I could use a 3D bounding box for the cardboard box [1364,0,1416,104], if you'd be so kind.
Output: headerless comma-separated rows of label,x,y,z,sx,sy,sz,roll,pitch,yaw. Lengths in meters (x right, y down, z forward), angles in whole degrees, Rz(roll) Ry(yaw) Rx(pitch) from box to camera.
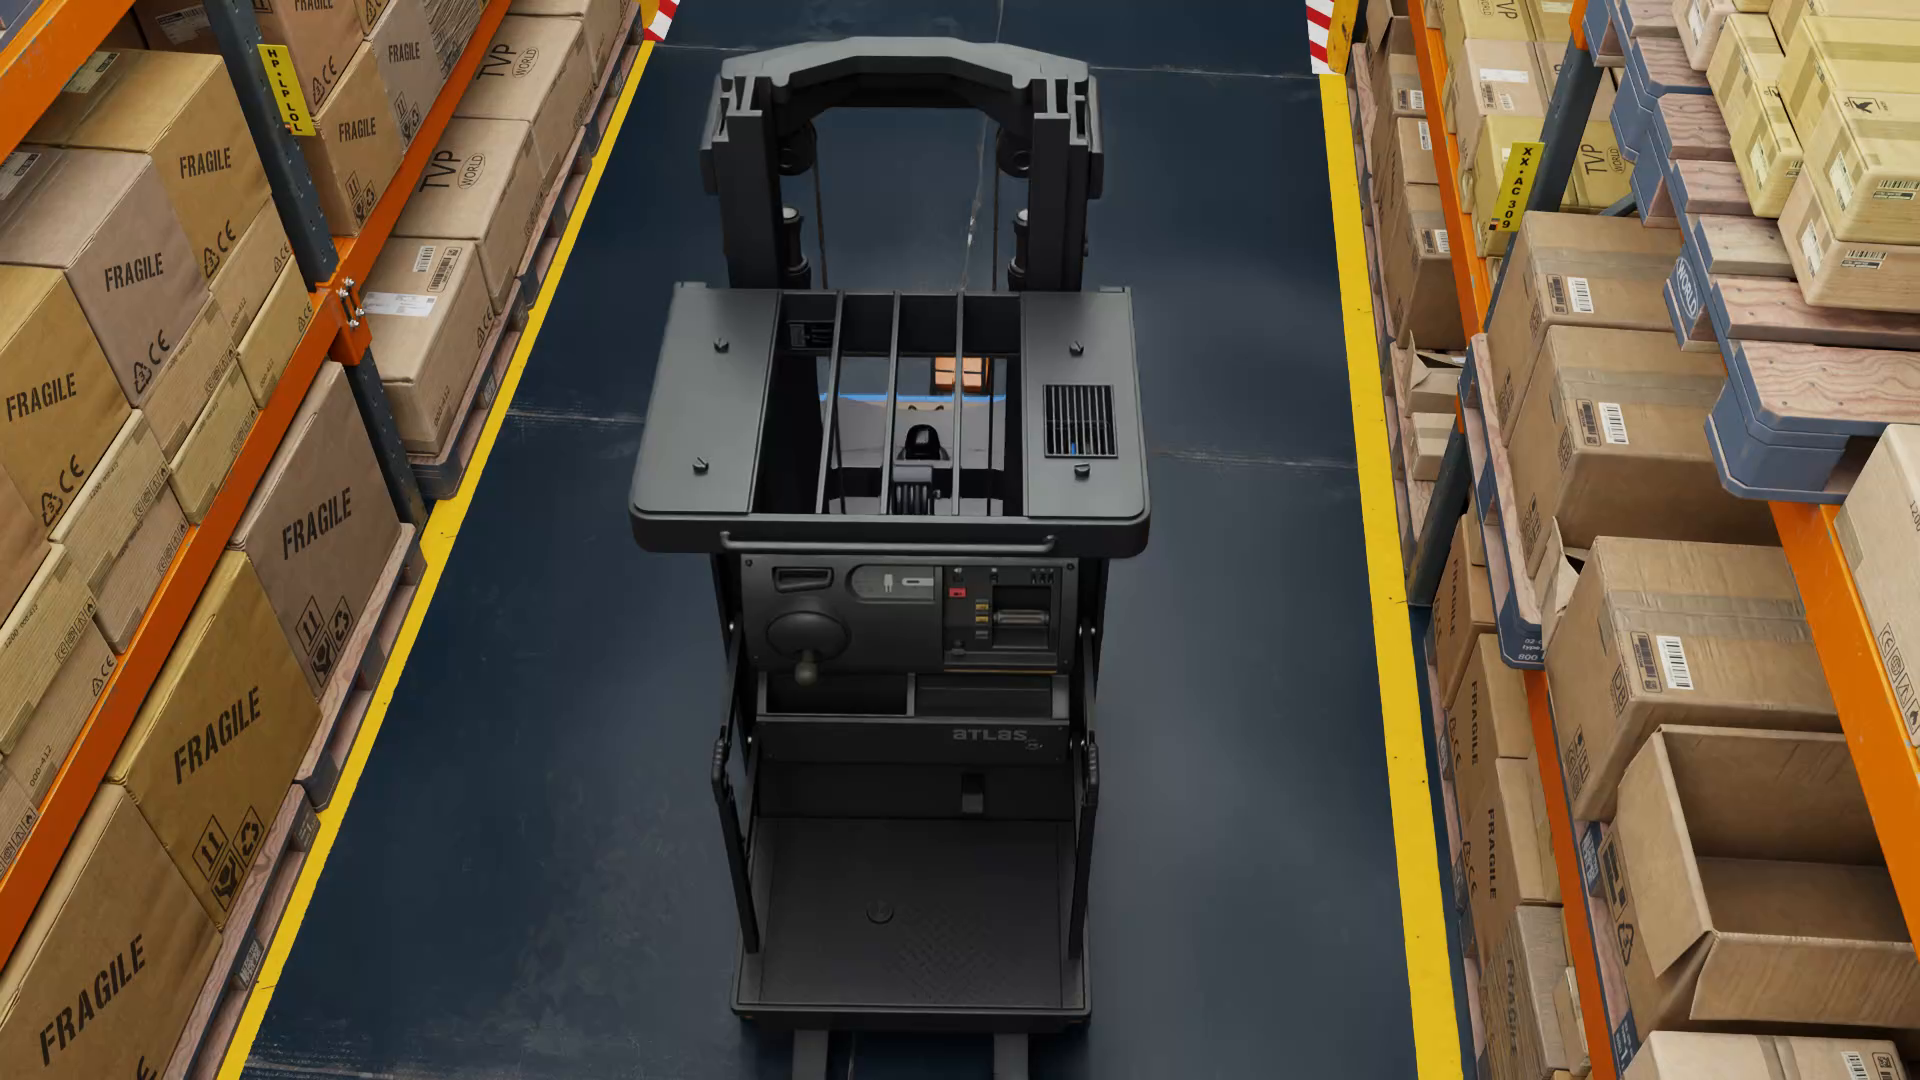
cardboard box,2.472,-2.559,8.465,0.797,0.503,0.637,2,48,2

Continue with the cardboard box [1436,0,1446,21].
cardboard box,2.198,-2.317,6.736,0.500,0.250,0.500,3,48,3

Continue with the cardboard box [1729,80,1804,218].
cardboard box,1.711,-0.737,3.176,0.380,0.149,0.250,5,48,4

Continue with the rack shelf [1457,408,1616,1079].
rack shelf,2.075,0.949,4.336,1.077,0.370,4.000,4,48,4

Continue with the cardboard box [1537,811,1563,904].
cardboard box,1.903,0.929,4.837,0.380,0.149,0.250,5,48,5

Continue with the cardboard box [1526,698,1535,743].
cardboard box,1.988,0.566,5.169,0.380,0.149,0.250,3,48,3

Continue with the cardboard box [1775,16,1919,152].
cardboard box,1.744,-0.825,3.055,0.380,0.149,0.250,4,48,4

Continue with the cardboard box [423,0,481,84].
cardboard box,-2.281,-2.190,6.652,0.500,0.500,0.500,4,48,4

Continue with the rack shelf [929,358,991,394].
rack shelf,0.005,-0.578,6.197,0.215,0.259,0.240,4,48,4

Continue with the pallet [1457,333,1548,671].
pallet,2.076,-0.118,4.956,1.003,0.211,1.213,4,48,4

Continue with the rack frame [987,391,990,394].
rack frame,0.016,-0.483,6.481,0.200,1.050,0.008,4,48,4

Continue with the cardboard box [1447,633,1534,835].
cardboard box,1.950,0.671,5.513,0.500,0.500,0.500,3,48,3

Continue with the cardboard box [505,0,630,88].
cardboard box,-2.282,-2.819,8.747,0.875,0.438,0.875,2,48,2

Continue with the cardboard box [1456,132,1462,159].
cardboard box,2.087,-1.506,6.265,0.380,0.149,0.250,5,48,5

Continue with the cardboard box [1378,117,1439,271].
cardboard box,2.207,-1.550,7.544,0.500,0.500,0.500,5,48,4

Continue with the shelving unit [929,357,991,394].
shelving unit,0.005,-0.394,6.399,0.215,1.050,0.252,4,48,4

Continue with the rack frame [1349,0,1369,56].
rack frame,2.622,-3.703,8.104,1.000,3.000,0.127,4,48,4

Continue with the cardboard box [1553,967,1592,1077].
cardboard box,1.834,1.307,4.492,0.380,0.149,0.250,2,48,2

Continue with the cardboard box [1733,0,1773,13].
cardboard box,1.777,-1.201,3.399,0.380,0.149,0.250,3,48,3

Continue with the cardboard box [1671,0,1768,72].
cardboard box,1.742,-1.113,3.520,0.380,0.149,0.250,4,48,4

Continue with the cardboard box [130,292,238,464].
cardboard box,-2.522,-0.504,4.941,0.500,0.250,0.500,5,48,4

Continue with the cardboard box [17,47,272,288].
cardboard box,-2.477,-1.120,4.996,0.500,0.500,0.500,5,48,5

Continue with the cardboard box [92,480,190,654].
cardboard box,-2.589,0.047,4.776,0.500,0.250,0.500,3,48,2

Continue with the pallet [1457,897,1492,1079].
pallet,2.112,1.677,5.073,1.003,0.211,1.213,4,48,4

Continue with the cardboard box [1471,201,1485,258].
cardboard box,2.037,-1.122,5.914,0.380,0.149,0.250,5,48,5

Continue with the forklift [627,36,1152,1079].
forklift,-0.140,0.313,4.477,1.130,2.935,3.031,1,48,1

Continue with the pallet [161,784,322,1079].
pallet,-2.790,1.318,5.402,1.003,0.211,1.213,4,48,4

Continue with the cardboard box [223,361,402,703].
cardboard box,-2.663,-0.058,5.925,0.875,0.875,0.875,5,48,5

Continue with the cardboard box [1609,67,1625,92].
cardboard box,2.610,-1.528,6.015,0.500,0.250,0.500,3,48,3

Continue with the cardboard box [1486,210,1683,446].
cardboard box,1.990,-0.598,4.912,0.700,0.500,0.500,5,48,5

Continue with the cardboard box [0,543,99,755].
cardboard box,-2.593,0.254,4.247,0.500,0.250,0.500,5,48,4

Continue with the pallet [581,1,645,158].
pallet,-2.317,-2.500,8.893,1.003,0.211,1.213,4,48,4

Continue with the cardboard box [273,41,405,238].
cardboard box,-2.383,-1.455,5.980,0.500,0.500,0.500,5,48,5

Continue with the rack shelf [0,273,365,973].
rack shelf,-2.868,0.618,4.639,1.077,0.370,4.000,4,48,4

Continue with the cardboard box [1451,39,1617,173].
cardboard box,2.092,-1.573,6.056,0.500,0.250,0.500,4,48,4

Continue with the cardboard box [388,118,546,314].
cardboard box,-2.441,-1.483,7.526,0.875,0.438,0.875,3,48,2

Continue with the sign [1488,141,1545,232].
sign,1.716,-1.086,5.124,0.100,0.325,0.005,4,48,4

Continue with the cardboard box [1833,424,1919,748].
cardboard box,1.788,0.084,2.709,0.500,0.250,0.500,4,48,4

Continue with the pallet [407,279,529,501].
pallet,-2.539,-0.707,7.253,1.003,0.211,1.213,4,48,4

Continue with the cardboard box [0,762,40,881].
cardboard box,-2.673,0.789,4.097,0.500,0.250,0.500,5,48,5

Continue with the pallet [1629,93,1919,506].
pallet,2.036,-0.475,3.246,1.213,0.211,1.003,4,48,4

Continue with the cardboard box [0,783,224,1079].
cardboard box,-2.820,1.263,4.717,0.875,0.875,0.875,4,48,4

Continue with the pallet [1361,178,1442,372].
pallet,2.429,-1.226,7.728,1.003,0.211,1.213,4,48,4

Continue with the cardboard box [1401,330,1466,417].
cardboard box,2.048,-0.674,6.902,0.396,0.266,0.258,5,48,5

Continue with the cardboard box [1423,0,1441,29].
cardboard box,2.148,-2.256,6.951,0.380,0.149,0.250,5,48,4

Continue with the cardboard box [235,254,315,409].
cardboard box,-2.476,-0.697,5.456,0.500,0.250,0.500,3,48,3

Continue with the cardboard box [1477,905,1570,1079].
cardboard box,1.847,1.418,4.830,0.500,0.500,0.500,2,48,2

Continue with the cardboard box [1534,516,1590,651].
cardboard box,1.748,0.136,4.400,0.396,0.266,0.258,6,48,5

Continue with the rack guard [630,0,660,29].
rack guard,-2.319,-3.208,9.345,1.175,0.500,0.348,4,48,4

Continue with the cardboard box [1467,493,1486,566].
cardboard box,1.959,-0.034,5.719,0.380,0.149,0.250,6,48,5

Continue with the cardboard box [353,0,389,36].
cardboard box,-2.349,-2.170,5.956,0.500,0.500,0.500,3,48,3

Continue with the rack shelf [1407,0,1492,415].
rack shelf,2.439,-1.990,7.025,1.077,0.370,4.000,4,48,4

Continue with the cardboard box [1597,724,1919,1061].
cardboard box,1.857,0.788,3.642,0.797,0.503,0.637,3,48,3

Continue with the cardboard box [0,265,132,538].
cardboard box,-2.582,-0.368,4.309,0.500,0.500,0.500,5,48,5
